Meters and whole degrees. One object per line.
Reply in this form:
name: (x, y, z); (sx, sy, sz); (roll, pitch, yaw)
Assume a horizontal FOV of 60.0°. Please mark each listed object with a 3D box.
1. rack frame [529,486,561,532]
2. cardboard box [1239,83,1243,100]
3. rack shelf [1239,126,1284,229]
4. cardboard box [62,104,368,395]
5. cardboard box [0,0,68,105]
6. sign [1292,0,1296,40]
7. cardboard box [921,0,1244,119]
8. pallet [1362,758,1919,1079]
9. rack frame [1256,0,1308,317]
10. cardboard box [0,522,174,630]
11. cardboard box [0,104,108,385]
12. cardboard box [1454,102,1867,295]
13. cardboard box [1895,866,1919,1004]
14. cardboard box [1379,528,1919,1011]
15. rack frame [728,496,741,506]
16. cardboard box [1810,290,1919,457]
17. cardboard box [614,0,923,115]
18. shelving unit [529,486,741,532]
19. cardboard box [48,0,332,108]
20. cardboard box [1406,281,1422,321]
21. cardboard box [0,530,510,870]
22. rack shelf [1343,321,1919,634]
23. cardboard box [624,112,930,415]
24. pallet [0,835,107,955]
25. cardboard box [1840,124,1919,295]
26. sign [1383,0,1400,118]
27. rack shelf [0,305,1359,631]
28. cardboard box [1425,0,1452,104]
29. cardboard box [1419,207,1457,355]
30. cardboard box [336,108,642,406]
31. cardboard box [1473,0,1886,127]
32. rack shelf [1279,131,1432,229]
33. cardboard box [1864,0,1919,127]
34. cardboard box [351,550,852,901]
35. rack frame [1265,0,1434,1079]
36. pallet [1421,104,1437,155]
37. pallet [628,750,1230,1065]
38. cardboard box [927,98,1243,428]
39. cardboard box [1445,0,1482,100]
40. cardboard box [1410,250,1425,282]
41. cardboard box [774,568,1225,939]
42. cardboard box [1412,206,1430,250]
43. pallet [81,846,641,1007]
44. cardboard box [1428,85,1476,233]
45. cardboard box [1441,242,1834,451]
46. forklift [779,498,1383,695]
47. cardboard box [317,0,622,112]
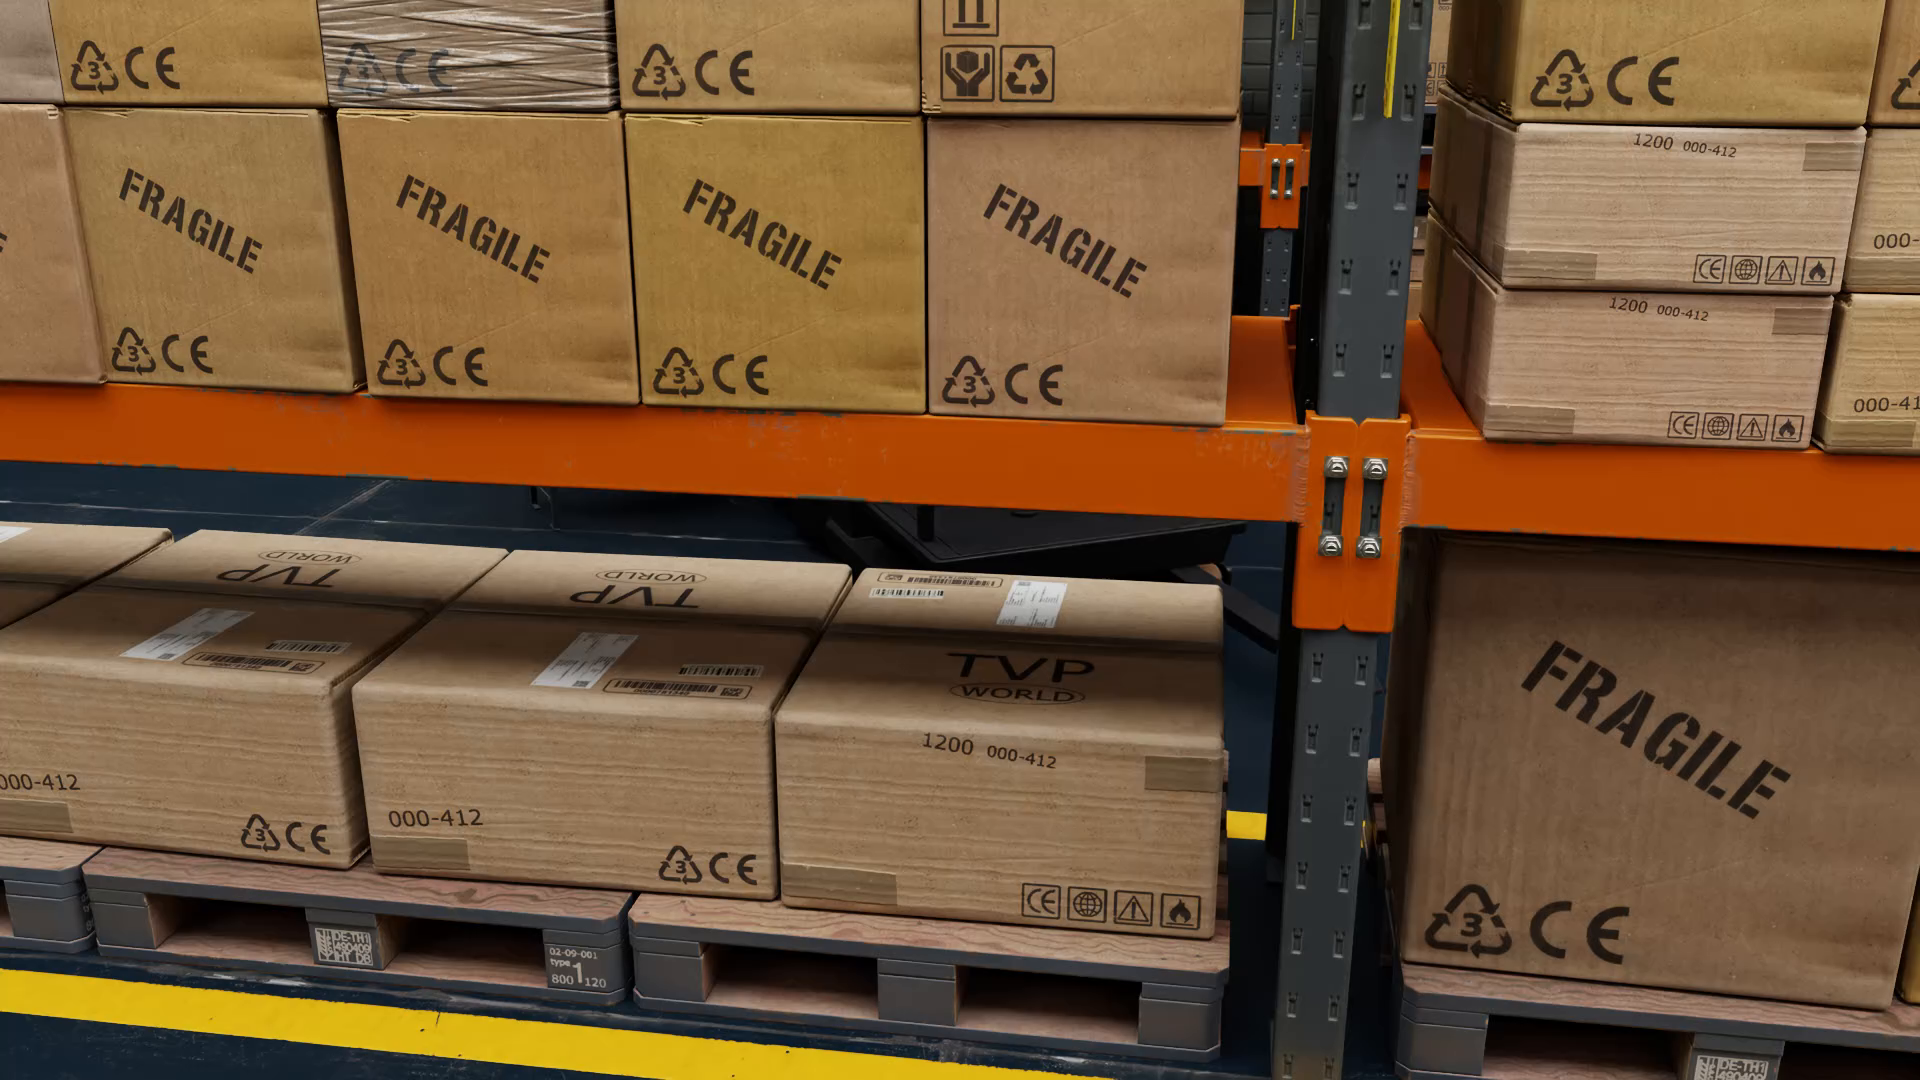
rack frame: (-1.639, -0.801, 6.332); (0.023, 1.500, 0.400); (-9, 21, -25)
cardboard box: (0.311, -0.675, 3.436); (0.500, 0.500, 0.500); (4, 19, 10)
rack shelf: (-0.458, -1.837, 8.200); (4.000, 0.370, 1.077); (3, 19, 9)
cardboard box: (-1.288, -0.589, 3.178); (0.500, 0.500, 0.500); (4, 19, 10)
cardboard box: (-1.767, -1.084, 3.084); (0.500, 0.500, 0.500); (3, 19, 8)
sign: (1.438, -2.318, 7.138); (0.005, 0.325, 0.100); (3, 19, 9)
cardboard box: (0.223, -0.981, 2.774); (0.500, 0.500, 0.500); (3, 19, 8)
pallet: (1.506, 0.815, 3.534); (1.213, 0.211, 1.003); (3, 19, 9)
rack frame: (1.516, -2.077, 7.785); (0.127, 3.000, 1.000); (3, 19, 9)
cardboard box: (-2.549, 0.294, 4.073); (0.875, 0.438, 0.875); (2, 19, 7)
cardboard box: (-1.785, -0.609, 3.238); (0.500, 0.500, 0.500); (3, 19, 8)
cardboard box: (1.122, -0.578, 2.751); (0.500, 0.250, 0.500); (2, 19, 7)
cardboard box: (2.251, 0.335, 3.260); (0.875, 0.875, 0.875); (3, 19, 10)
cardboard box: (1.358, 0.292, 3.389); (0.875, 0.875, 0.875); (4, 19, 10)
rack frame: (-0.987, -0.906, 6.647); (0.023, 1.500, 0.400); (-9, 21, -25)
cardboard box: (1.636, -0.321, 2.771); (0.500, 0.250, 0.500); (2, 19, 7)
cardboard box: (-0.277, -1.009, 2.858); (0.500, 0.500, 0.500); (3, 19, 8)
shelving unit: (-1.313, -0.853, 6.489); (0.755, 1.500, 0.431); (-9, 21, -25)
cardboard box: (-1.275, -1.060, 3.009); (0.500, 0.500, 0.500); (3, 19, 9)
cardboard box: (1.958, -0.996, 7.831); (0.500, 0.500, 0.500); (4, 19, 11)
cardboard box: (-1.644, 0.338, 3.943); (0.875, 0.438, 0.875); (3, 19, 10)
rack shelf: (2.707, -0.080, 2.950); (4.000, 0.370, 1.077); (3, 19, 9)
cardboard box: (-0.275, -0.537, 3.023); (0.500, 0.500, 0.500); (2, 19, 7)
pallet: (-2.415, 0.615, 4.134); (1.213, 0.211, 1.003); (3, 19, 9)
cardboard box: (1.642, -0.560, 2.699); (0.500, 0.250, 0.500); (3, 19, 10)
sign: (0.646, -0.796, 2.467); (0.005, 0.325, 0.100); (3, 19, 9)
rack shelf: (-1.242, -0.282, 3.552); (4.000, 0.370, 1.077); (3, 19, 9)
cardboard box: (1.958, -2.230, 7.420); (0.500, 0.500, 0.700); (3, 19, 10)
cardboard box: (1.216, -0.508, 3.329); (0.500, 0.250, 0.500); (2, 19, 7)
cardboard box: (-0.773, -0.558, 3.085); (0.500, 0.500, 0.500); (3, 19, 8)
cardboard box: (1.122, -0.932, 2.627); (0.500, 0.500, 0.500); (3, 19, 9)
rack shelf: (3.491, -1.636, 7.598); (4.000, 0.370, 1.077); (3, 19, 9)
cardboard box: (1.628, -0.915, 2.576); (0.500, 0.500, 0.500); (3, 19, 8)
cardboard box: (-0.754, 0.384, 3.805); (0.875, 0.438, 0.875); (2, 19, 7)
rack frame: (0.733, -0.522, 3.137); (0.127, 3.000, 1.000); (3, 19, 9)
pallet: (2.288, -1.912, 7.593); (1.213, 0.211, 1.003); (3, 19, 9)
pallet: (-0.006, 0.737, 3.767); (1.213, 0.211, 1.003); (3, 19, 9)
cardboard box: (0.234, -0.513, 2.951); (0.500, 0.500, 0.500); (3, 19, 9)
cardboard box: (1.214, -1.100, 3.130); (0.500, 0.500, 0.500); (4, 19, 10)
cardboard box: (2.114, -1.308, 7.739); (0.250, 0.149, 0.380); (2, 19, 7)
cardboard box: (0.130, 0.428, 3.671); (0.875, 0.438, 0.875); (3, 19, 8)
cardboard box: (2.092, -1.440, 7.667); (0.250, 0.149, 0.380); (2, 19, 6)
pallet: (-1.214, 0.677, 3.948); (1.213, 0.211, 1.003); (3, 19, 9)
cardboard box: (1.207, -0.742, 3.242); (0.500, 0.250, 0.500); (3, 19, 9)
cardboard box: (1.125, -0.346, 2.847); (0.500, 0.250, 0.500); (2, 19, 7)
forklift: (0.253, -1.186, 5.229); (1.130, 2.935, 3.031); (-7, 20, -21)
cardboard box: (-0.781, -1.032, 2.926); (0.500, 0.500, 0.500); (3, 19, 9)
